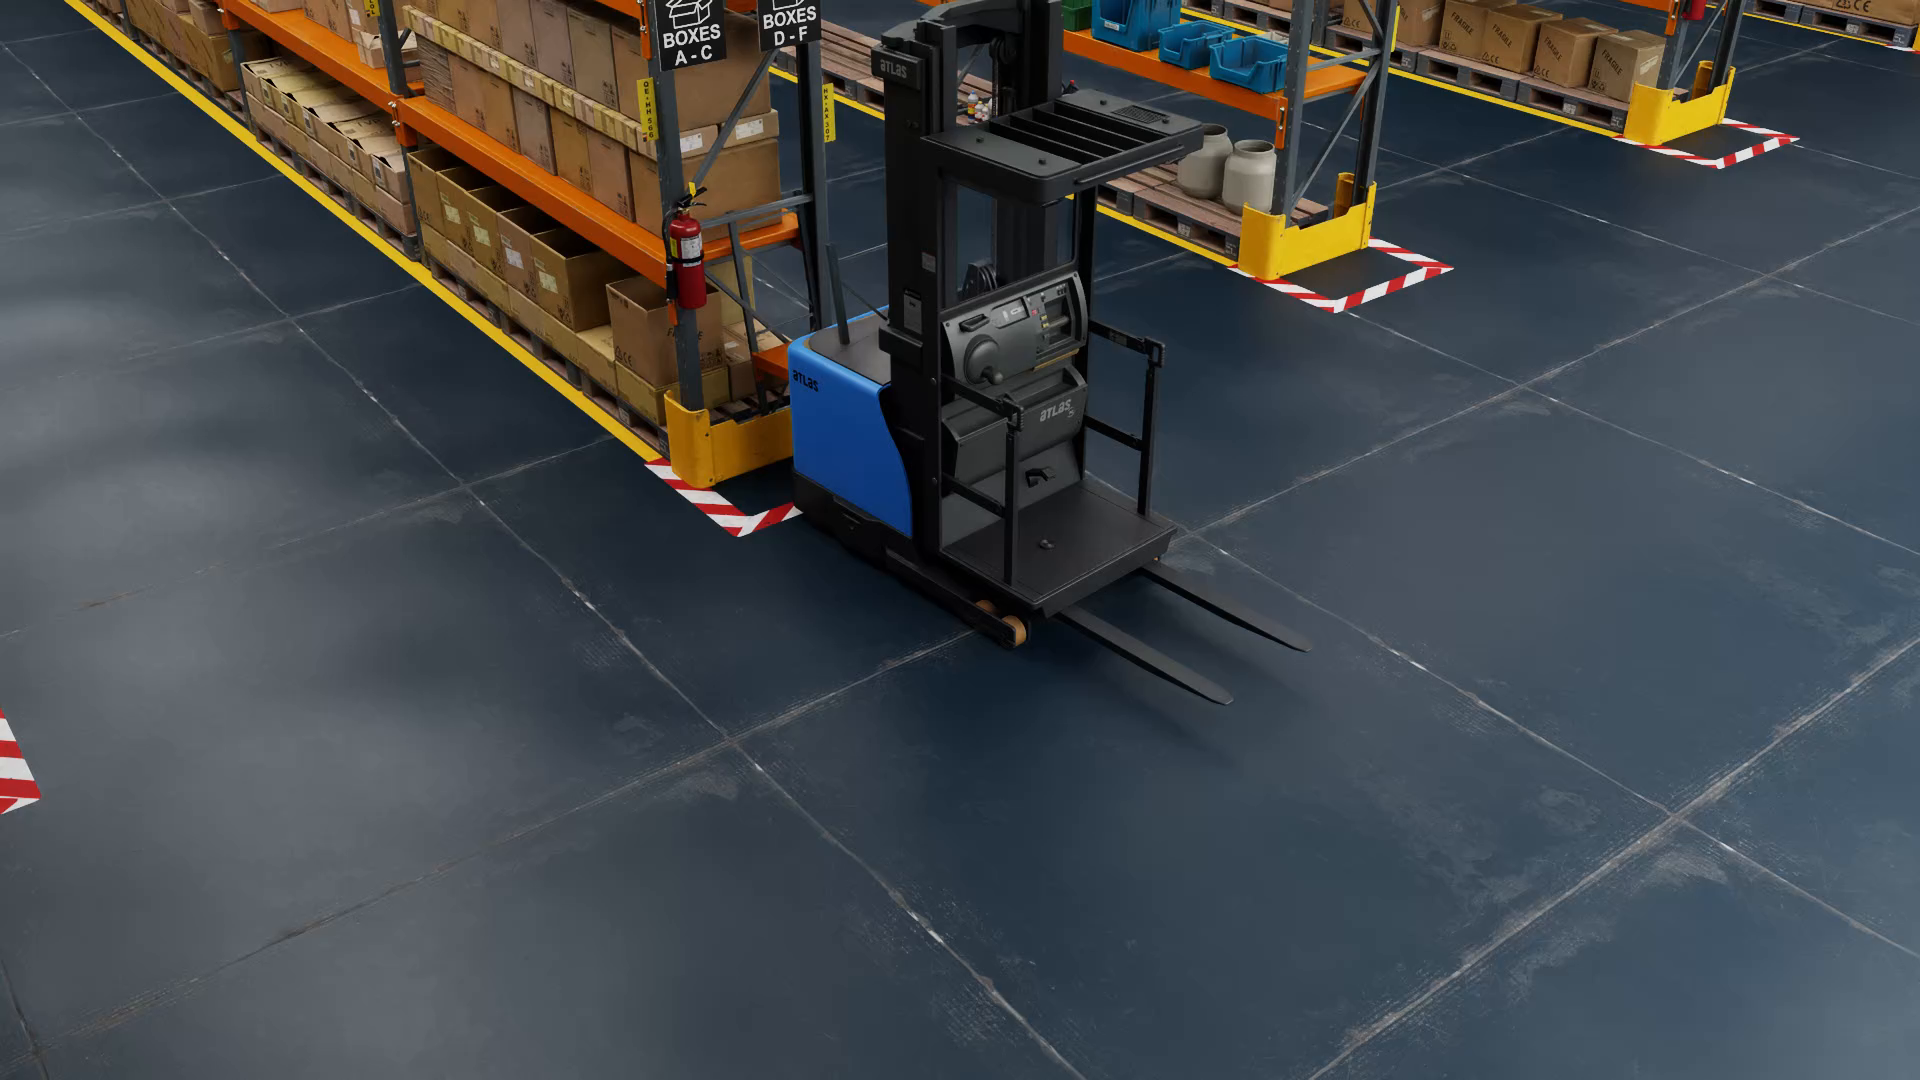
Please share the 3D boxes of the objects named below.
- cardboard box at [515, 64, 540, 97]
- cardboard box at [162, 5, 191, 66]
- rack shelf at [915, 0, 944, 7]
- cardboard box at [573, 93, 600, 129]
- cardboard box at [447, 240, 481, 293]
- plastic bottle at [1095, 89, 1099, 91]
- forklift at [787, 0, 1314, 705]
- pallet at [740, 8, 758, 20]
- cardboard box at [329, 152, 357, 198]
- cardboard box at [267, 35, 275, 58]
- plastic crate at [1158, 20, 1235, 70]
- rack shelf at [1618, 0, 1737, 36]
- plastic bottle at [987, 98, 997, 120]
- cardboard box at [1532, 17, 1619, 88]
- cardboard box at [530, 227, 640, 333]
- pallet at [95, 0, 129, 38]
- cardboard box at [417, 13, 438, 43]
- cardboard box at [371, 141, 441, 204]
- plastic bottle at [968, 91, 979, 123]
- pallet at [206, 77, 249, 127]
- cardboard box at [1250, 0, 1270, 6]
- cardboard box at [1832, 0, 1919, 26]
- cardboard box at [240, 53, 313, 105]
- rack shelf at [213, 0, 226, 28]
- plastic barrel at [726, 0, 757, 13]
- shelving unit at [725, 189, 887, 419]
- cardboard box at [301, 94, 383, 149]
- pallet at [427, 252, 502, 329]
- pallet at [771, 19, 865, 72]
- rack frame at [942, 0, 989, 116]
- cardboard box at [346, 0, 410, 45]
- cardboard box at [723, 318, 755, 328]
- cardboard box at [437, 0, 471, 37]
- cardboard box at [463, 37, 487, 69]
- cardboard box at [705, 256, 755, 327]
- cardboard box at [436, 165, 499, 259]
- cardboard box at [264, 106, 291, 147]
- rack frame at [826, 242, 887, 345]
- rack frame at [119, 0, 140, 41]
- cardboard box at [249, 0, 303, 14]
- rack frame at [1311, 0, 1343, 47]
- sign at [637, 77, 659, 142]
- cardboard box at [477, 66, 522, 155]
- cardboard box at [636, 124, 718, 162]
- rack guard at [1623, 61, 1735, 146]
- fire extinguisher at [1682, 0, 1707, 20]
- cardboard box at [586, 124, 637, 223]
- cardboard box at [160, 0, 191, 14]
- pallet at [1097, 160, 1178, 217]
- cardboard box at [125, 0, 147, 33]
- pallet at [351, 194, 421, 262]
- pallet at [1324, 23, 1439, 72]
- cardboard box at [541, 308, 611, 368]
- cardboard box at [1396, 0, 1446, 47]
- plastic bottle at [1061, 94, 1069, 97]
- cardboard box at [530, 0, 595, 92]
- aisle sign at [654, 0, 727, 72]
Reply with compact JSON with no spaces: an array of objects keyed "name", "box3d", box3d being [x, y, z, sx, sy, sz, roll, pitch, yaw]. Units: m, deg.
[{"name":"cardboard box","box3d":[-2.533,-2.892,10.354,0.380,0.149,0.250,-23,38,-32]},{"name":"cardboard box","box3d":[-7.503,-5.036,16.468,0.500,0.500,0.500,-24,39,-33]},{"name":"rack shelf","box3d":[-0.959,-5.627,16.148,1.077,0.370,4.000,-22,38,-31]},{"name":"cardboard box","box3d":[-2.051,-2.567,9.831,0.380,0.149,0.250,-22,38,-31]},{"name":"cardboard box","box3d":[-3.300,-2.007,11.846,0.500,0.250,0.500,-22,38,-31]},{"name":"plastic bottle","box3d":[1.206,-3.771,14.572,0.144,0.351,0.185,-23,38,-32]},{"name":"forklift","box3d":[0.426,-1.004,8.089,1.130,2.935,3.031,-26,40,-35]},{"name":"pallet","box3d":[-2.702,-5.896,18.544,1.003,0.211,1.213,-22,38,-31]},{"name":"cardboard box","box3d":[-4.754,-3.012,13.464,0.500,0.250,0.500,-21,38,-30]},{"name":"cardboard box","box3d":[-6.479,-4.788,16.069,0.500,0.500,0.500,-24,39,-33]},{"name":"plastic crate","box3d":[1.783,-3.753,12.590,0.499,0.251,0.408,-22,38,-31]},{"name":"rack shelf","box3d":[5.406,-5.562,16.044,1.077,0.370,4.000,-22,38,-31]},{"name":"plastic bottle","box3d":[0.336,-3.728,14.574,0.152,0.276,0.135,-21,37,-30]},{"name":"cardboard box","box3d":[5.869,-4.655,15.872,0.500,0.500,0.500,-12,34,-19]},{"name":"cardboard box","box3d":[-2.384,-1.699,10.640,0.500,0.500,0.500,-22,38,-31]},{"name":"pallet","box3d":[-8.974,-5.934,18.604,1.003,0.211,1.213,-22,38,-31]},{"name":"cardboard box","box3d":[-3.482,-3.537,11.392,0.380,0.149,0.250,-22,38,-31]},{"name":"cardboard box","box3d":[-4.123,-2.822,12.628,0.500,0.311,0.500,-22,38,-31]},{"name":"plastic bottle","box3d":[0.116,-3.852,14.778,0.097,0.271,0.097,0,32,0]},{"name":"pallet","box3d":[-6.529,-4.304,15.979,1.003,0.211,1.213,-22,38,-31]},{"name":"cardboard box","box3d":[3.543,-6.294,18.493,0.700,0.500,0.500,-23,38,-32]},{"name":"cardboard box","box3d":[10.145,-6.134,17.899,0.875,0.875,0.875,-22,38,-31]},{"name":"cardboard box","box3d":[-6.011,-4.100,14.685,0.500,0.311,0.500,-21,37,-30]},{"name":"rack shelf","box3d":[-7.327,-5.693,16.255,1.077,0.370,4.000,-22,38,-31]},{"name":"plastic barrel","box3d":[-2.499,-6.221,18.082,0.600,0.830,0.708,-22,38,-31]},{"name":"shelving unit","box3d":[-0.731,-1.116,9.451,0.587,1.500,1.083,-25,33,-30]},{"name":"cardboard box","box3d":[-5.056,-3.457,13.649,0.500,0.311,0.500,-23,38,-32]},{"name":"pallet","box3d":[-3.193,-1.968,12.219,1.003,0.211,1.213,-22,38,-31]},{"name":"pallet","box3d":[-1.741,-5.246,17.496,1.003,0.211,1.213,-22,38,-31]},{"name":"rack frame","box3d":[0.267,-5.099,14.617,1.000,3.000,0.127,-22,38,-31]},{"name":"cardboard box","box3d":[-4.429,-4.085,12.890,0.500,0.500,0.500,-19,37,-28]},{"name":"cardboard box","box3d":[-1.657,-1.344,10.779,0.500,0.250,0.500,-22,38,-31]},{"name":"cardboard box","box3d":[-3.060,-3.698,11.037,0.700,0.500,0.500,-22,38,-32]},{"name":"cardboard box","box3d":[-3.009,-3.216,10.875,0.380,0.149,0.250,-24,39,-33]},{"name":"cardboard box","box3d":[-1.656,-1.663,10.582,0.500,0.500,0.500,-22,38,-31]},{"name":"cardboard box","box3d":[-3.298,-2.326,11.650,0.500,0.500,0.500,-22,38,-31]},{"name":"cardboard box","box3d":[-5.702,-3.653,14.496,0.500,0.250,0.500,-23,39,-33]},{"name":"rack frame","box3d":[-0.413,-0.956,9.075,0.500,1.500,0.032,-25,33,-30]},{"name":"rack frame","box3d":[-8.553,-6.832,17.407,1.000,3.000,0.127,-22,38,-31]},{"name":"cardboard box","box3d":[-5.705,-4.692,14.045,0.500,0.311,0.500,-23,38,-32]},{"name":"rack frame","box3d":[4.180,-6.701,17.197,1.000,3.000,0.127,-22,38,-31]},{"name":"sign","box3d":[-1.632,-2.254,8.713,0.100,0.325,0.005,-22,38,-31]},{"name":"cardboard box","box3d":[-2.738,-2.929,11.029,0.700,0.500,0.500,-22,38,-31]},{"name":"cardboard box","box3d":[-1.580,-2.246,9.314,0.380,0.149,0.250,-23,39,-32]},{"name":"rack guard","box3d":[6.586,-4.004,15.223,1.175,0.500,0.348,-22,38,-31]},{"name":"fire extinguisher","box3d":[6.339,-4.805,14.216,0.296,0.674,0.183,-22,38,-31]},{"name":"cardboard box","box3d":[-1.797,-2.289,9.998,0.700,0.500,0.500,-21,38,-30]},{"name":"cardboard box","box3d":[-7.528,-5.369,16.294,0.500,0.250,0.500,-23,39,-32]},{"name":"pallet","box3d":[1.399,-3.112,14.061,1.003,0.211,1.213,-22,38,-31]},{"name":"cardboard box","box3d":[-8.449,-5.677,17.499,0.500,0.500,0.500,-24,39,-33]},{"name":"pallet","box3d":[-4.130,-2.608,13.249,1.003,0.211,1.213,-22,38,-31]},{"name":"pallet","box3d":[4.620,-5.248,17.500,1.003,0.211,1.213,-22,38,-31]},{"name":"cardboard box","box3d":[-2.381,-1.381,10.839,0.500,0.250,0.500,-22,38,-31]},{"name":"cardboard box","box3d":[4.751,-5.402,17.076,0.500,0.500,0.500,-11,33,-16]},{"name":"plastic bottle","box3d":[0.906,-3.815,14.714,0.152,0.276,0.135,-22,38,-31]},{"name":"cardboard box","box3d":[-2.140,-3.072,10.029,0.700,0.500,0.500,-22,38,-31]},{"name":"aisle sign","box3d":[-1.387,-2.813,8.472,0.394,0.787,0.004,-22,38,-31]}]
